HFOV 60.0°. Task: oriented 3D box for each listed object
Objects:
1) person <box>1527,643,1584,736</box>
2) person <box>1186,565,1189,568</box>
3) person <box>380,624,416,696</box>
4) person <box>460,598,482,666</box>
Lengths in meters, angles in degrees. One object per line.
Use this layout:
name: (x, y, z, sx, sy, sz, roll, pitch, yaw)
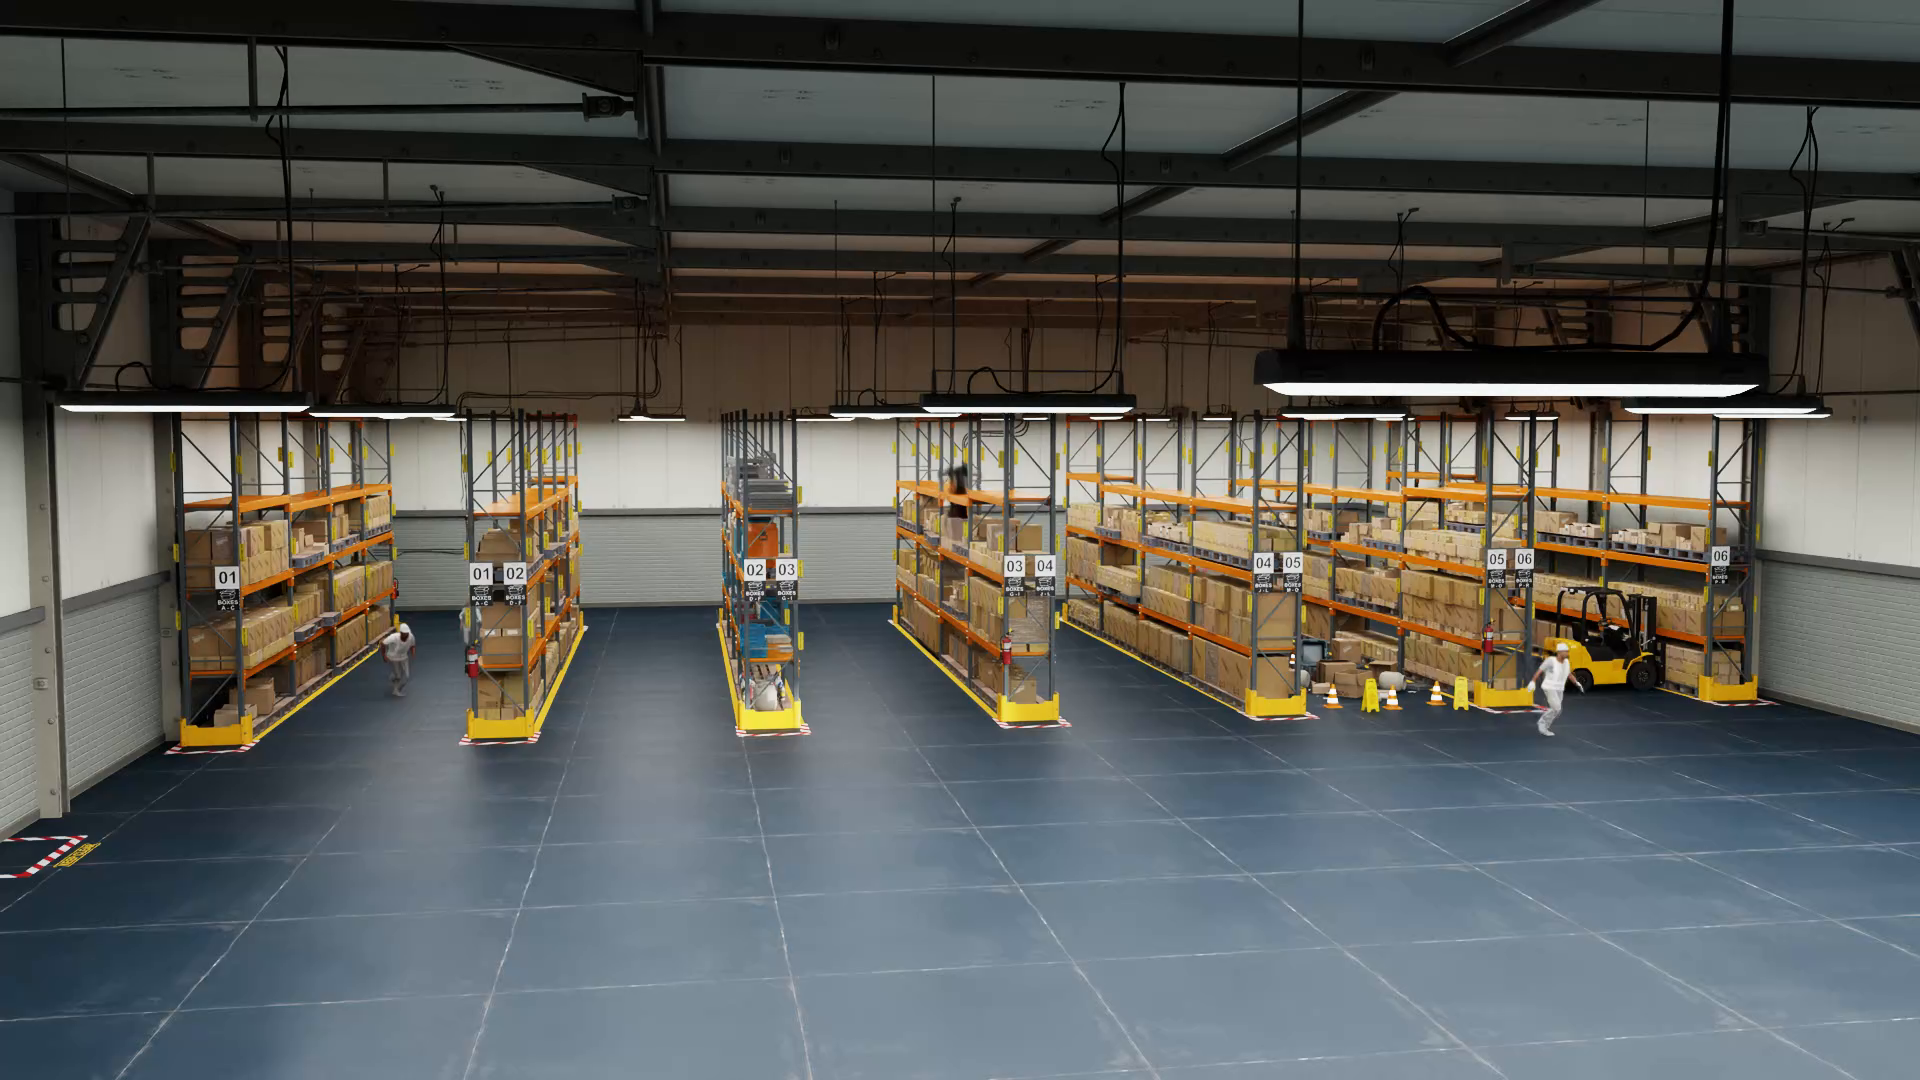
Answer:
person: (10.884, 2.731, 30.316, 0.689, 1.724, 0.809, -3, 5, -33)
person: (6.544, 1.566, 47.010, 0.619, 1.724, 0.972, -3, 5, -39)
person: (-11.791, 2.517, 34.860, 0.726, 1.564, 0.945, -3, 5, -41)
person: (-11.586, 2.175, 39.404, 0.541, 1.642, 0.705, -1, 4, -9)
